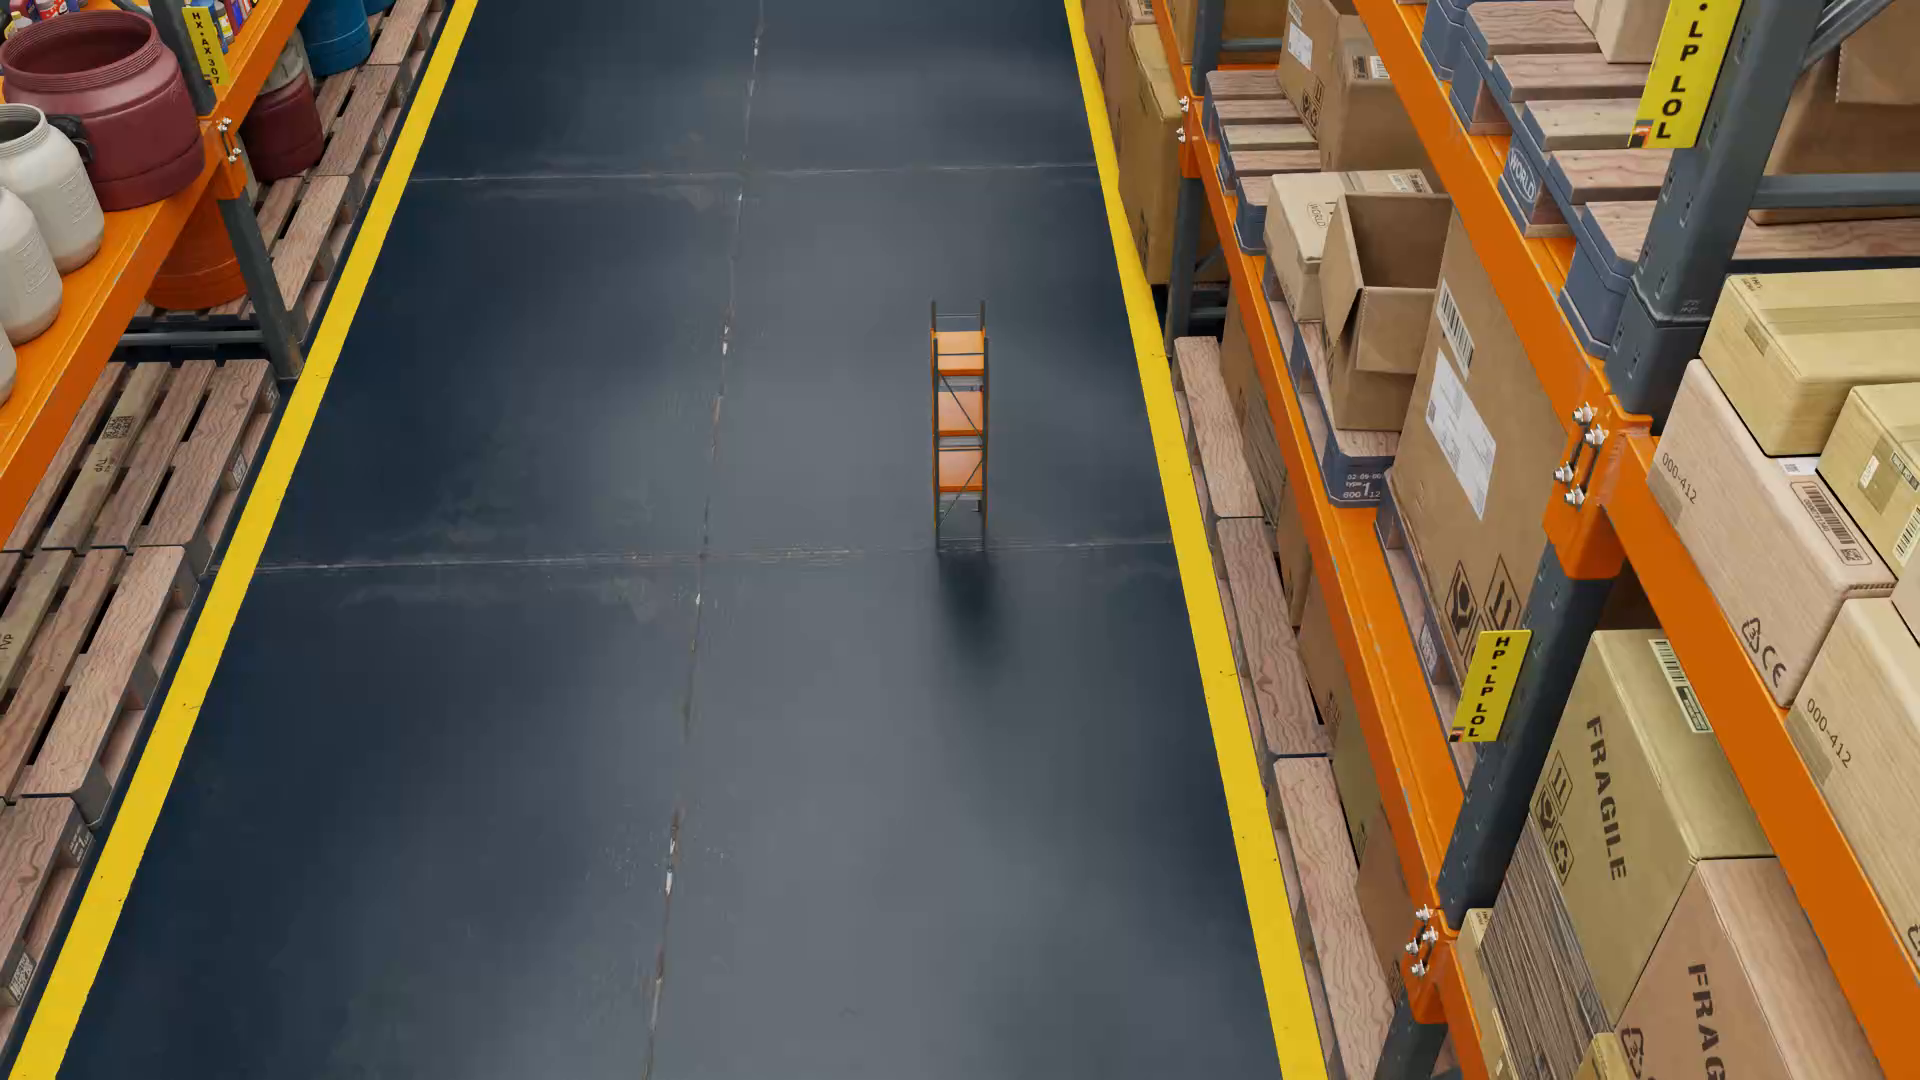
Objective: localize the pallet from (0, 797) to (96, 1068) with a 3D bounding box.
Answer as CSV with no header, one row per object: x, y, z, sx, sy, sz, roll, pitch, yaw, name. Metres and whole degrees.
-3.402,1.347,5.124,1.003,0.211,1.213,-2,43,-2,pallet

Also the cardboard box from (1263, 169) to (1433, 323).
1.290,-0.955,5.373,0.500,0.250,0.500,-3,43,-3,cardboard box

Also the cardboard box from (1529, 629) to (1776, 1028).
1.383,0.502,2.948,0.500,0.500,0.500,-2,43,-2,cardboard box

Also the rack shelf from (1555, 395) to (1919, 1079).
1.703,1.216,1.516,1.077,0.370,4.000,-2,43,-2,rack shelf

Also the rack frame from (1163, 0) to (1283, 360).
1.448,-1.994,6.705,1.000,3.000,0.127,-2,43,-2,rack frame

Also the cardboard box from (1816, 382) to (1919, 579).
1.404,-0.085,2.219,0.380,0.149,0.250,-4,43,-4,cardboard box

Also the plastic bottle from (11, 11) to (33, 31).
-3.930,-2.118,6.988,0.097,0.201,0.097,0,43,0,plastic bottle

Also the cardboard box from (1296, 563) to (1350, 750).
1.588,0.350,5.672,0.700,0.500,0.500,-5,43,-5,cardboard box

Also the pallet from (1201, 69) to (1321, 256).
1.585,-1.445,6.249,1.213,0.211,1.003,-2,43,-2,pallet

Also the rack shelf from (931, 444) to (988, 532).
-0.002,-0.210,6.630,0.215,0.259,0.240,-2,43,-2,rack shelf

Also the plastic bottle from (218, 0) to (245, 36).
-3.164,-2.333,7.162,0.061,0.283,0.133,-2,43,-2,plastic bottle

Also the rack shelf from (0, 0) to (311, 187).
-3.585,-2.937,8.267,1.077,0.370,4.000,-2,43,-2,rack shelf

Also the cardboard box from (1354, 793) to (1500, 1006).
1.614,1.051,4.908,0.700,0.500,0.500,-5,43,-5,cardboard box

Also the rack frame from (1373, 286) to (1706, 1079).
1.618,0.706,3.759,1.000,3.000,0.127,-2,43,-2,rack frame

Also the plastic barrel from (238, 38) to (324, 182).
-3.586,-2.210,8.415,0.600,0.588,0.708,-2,43,-2,plastic barrel

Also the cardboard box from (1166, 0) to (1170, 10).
1.165,-2.694,7.395,0.500,0.500,0.500,-2,43,-2,cardboard box

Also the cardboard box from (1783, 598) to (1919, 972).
1.409,0.324,2.068,0.500,0.250,0.500,-2,43,-2,cardboard box

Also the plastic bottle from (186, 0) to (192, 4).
-3.339,-2.376,7.270,0.097,0.201,0.097,0,43,0,plastic bottle

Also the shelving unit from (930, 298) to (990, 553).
-0.002,-0.423,6.435,0.215,1.050,0.252,-2,43,-2,shelving unit

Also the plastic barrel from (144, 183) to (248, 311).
-3.538,-1.536,7.502,0.600,0.830,0.708,-2,43,-2,plastic barrel

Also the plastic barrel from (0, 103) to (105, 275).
-3.243,-1.205,5.762,0.421,0.512,0.421,0,43,0,plastic barrel

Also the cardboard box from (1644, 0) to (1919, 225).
1.697,-0.912,2.918,0.797,0.503,0.637,-4,43,-4,cardboard box

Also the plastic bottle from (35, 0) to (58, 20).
-3.940,-2.274,7.158,0.097,0.201,0.097,0,43,0,plastic bottle

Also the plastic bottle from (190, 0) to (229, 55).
-3.173,-2.185,7.009,0.097,0.271,0.097,0,43,0,plastic bottle

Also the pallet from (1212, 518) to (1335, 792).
1.529,0.383,6.176,1.003,0.211,1.213,-2,43,-2,pallet

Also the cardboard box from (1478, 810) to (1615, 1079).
1.576,0.865,3.292,0.875,0.500,0.500,-2,43,-2,cardboard box

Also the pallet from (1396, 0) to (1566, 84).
1.651,-1.450,4.031,1.213,0.211,1.003,-2,43,-2,pallet

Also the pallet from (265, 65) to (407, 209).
-3.624,-2.177,8.968,1.003,0.211,1.213,-2,43,-2,pallet

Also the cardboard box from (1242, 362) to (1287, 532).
1.533,-0.409,6.500,0.700,0.500,0.500,-5,43,-5,cardboard box

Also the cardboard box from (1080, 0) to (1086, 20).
1.326,-3.634,9.757,1.225,0.875,0.875,-2,43,-2,cardboard box

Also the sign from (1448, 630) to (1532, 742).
1.064,0.298,3.348,0.100,0.325,0.005,-2,43,-2,sign

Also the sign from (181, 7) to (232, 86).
-2.951,-1.933,6.518,0.100,0.325,0.005,-2,43,-2,sign

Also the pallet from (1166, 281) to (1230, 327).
1.490,-1.500,8.231,1.003,0.211,1.213,-2,43,-2,pallet

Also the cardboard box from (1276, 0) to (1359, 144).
1.511,-1.822,6.133,0.500,0.500,0.500,-6,43,-7,cardboard box

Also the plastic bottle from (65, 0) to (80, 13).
-3.948,-2.431,7.277,0.097,0.271,0.097,0,43,0,plastic bottle

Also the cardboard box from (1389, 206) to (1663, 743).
1.724,-0.210,4.004,1.000,1.000,1.000,-1,43,-2,cardboard box

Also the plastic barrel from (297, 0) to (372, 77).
-3.634,-3.088,9.141,0.600,0.901,0.708,-2,43,-2,plastic barrel

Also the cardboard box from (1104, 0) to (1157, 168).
1.410,-2.434,8.447,1.225,0.875,0.875,-2,43,-2,cardboard box

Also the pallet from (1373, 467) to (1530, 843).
1.731,0.257,4.392,1.003,0.211,1.213,-2,43,-2,pallet

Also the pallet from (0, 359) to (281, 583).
-3.506,-0.300,6.921,1.003,0.211,1.213,-2,43,-2,pallet

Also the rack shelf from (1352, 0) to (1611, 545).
1.533,-1.484,4.462,1.077,0.370,4.000,-2,43,-2,rack shelf

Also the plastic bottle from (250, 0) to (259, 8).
-3.175,-2.514,7.360,0.061,0.283,0.133,-2,43,-2,plastic bottle

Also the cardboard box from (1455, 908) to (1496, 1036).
1.327,0.953,3.677,0.380,0.149,0.250,-2,43,-2,cardboard box

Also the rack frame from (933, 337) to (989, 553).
0.003,-0.341,6.345,0.200,1.050,0.008,-2,43,-2,rack frame

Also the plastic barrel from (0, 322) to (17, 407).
-3.201,-0.641,5.129,0.433,0.535,0.433,0,43,0,plastic barrel
